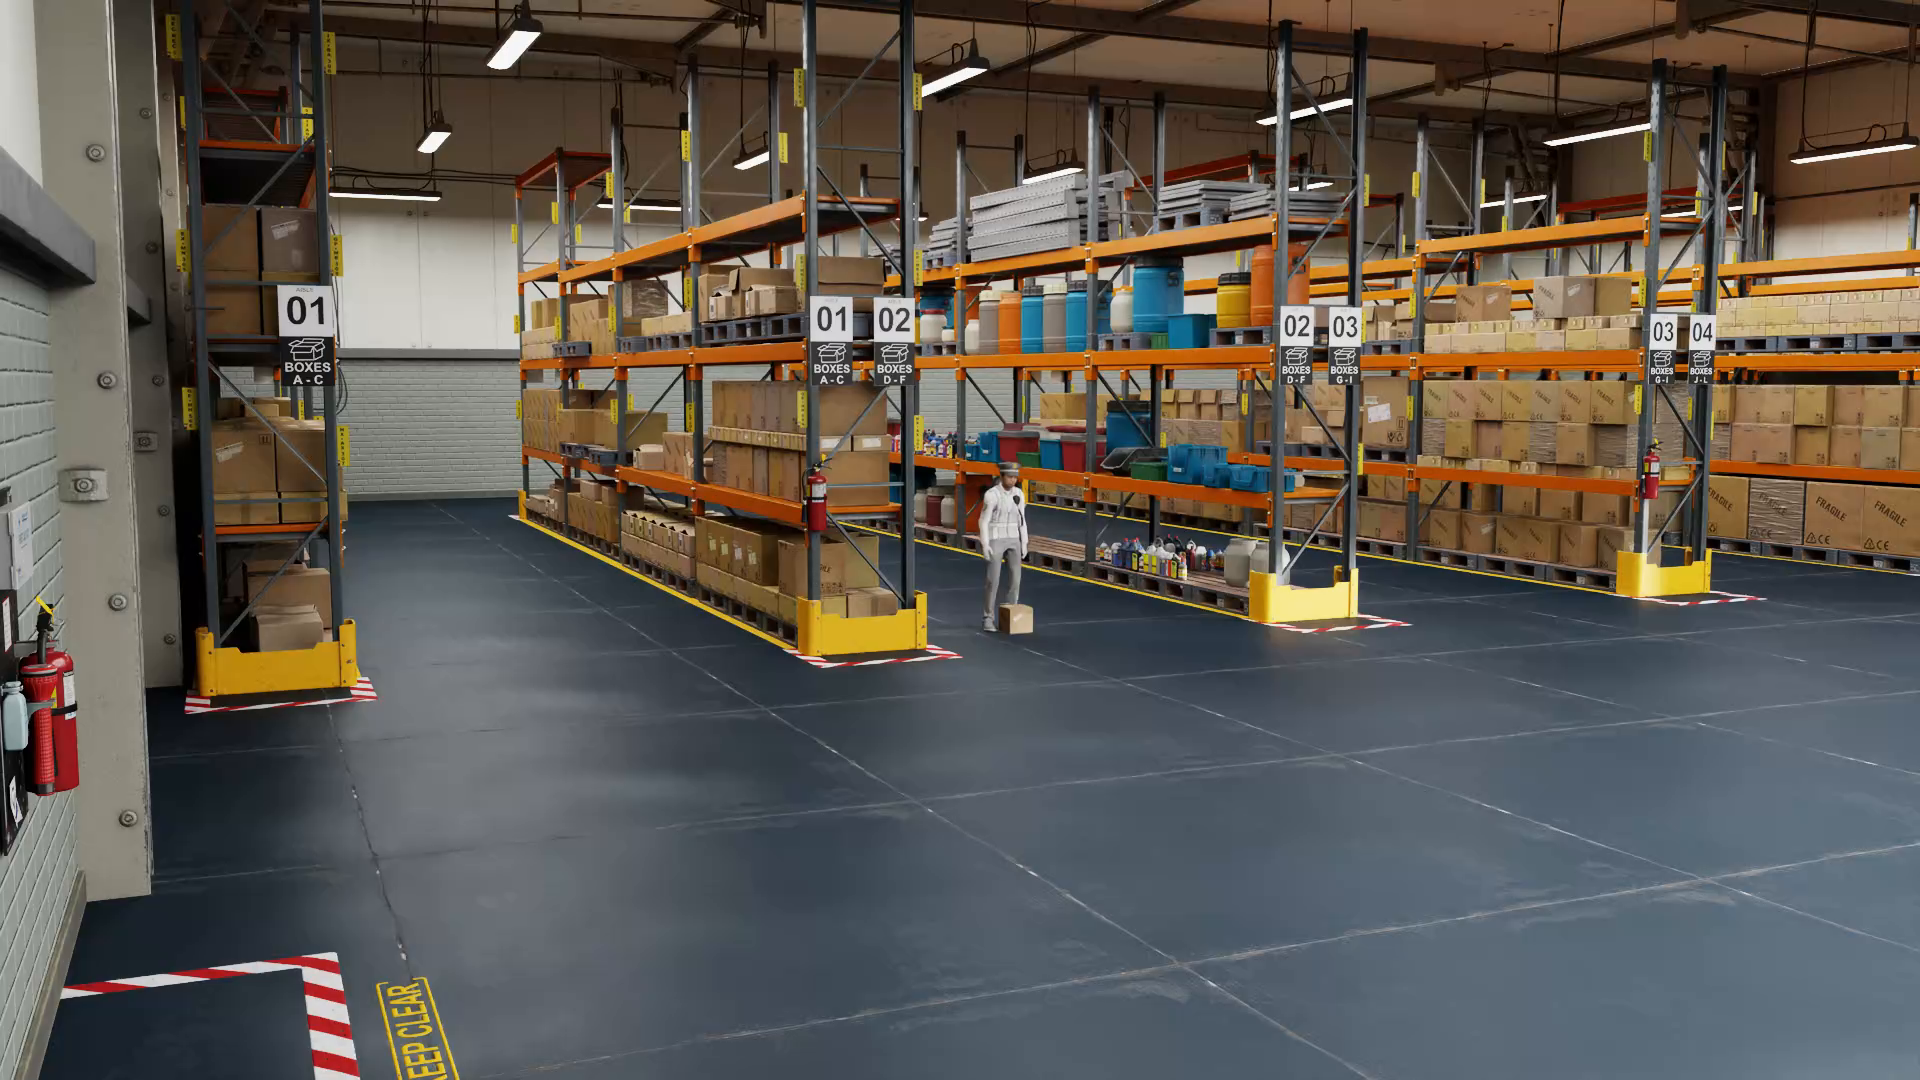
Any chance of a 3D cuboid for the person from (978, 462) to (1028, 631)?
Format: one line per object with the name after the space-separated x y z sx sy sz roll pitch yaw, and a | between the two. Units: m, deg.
0.439 0.054 16.432 0.524 1.662 0.373 -3 6 -26 | person
